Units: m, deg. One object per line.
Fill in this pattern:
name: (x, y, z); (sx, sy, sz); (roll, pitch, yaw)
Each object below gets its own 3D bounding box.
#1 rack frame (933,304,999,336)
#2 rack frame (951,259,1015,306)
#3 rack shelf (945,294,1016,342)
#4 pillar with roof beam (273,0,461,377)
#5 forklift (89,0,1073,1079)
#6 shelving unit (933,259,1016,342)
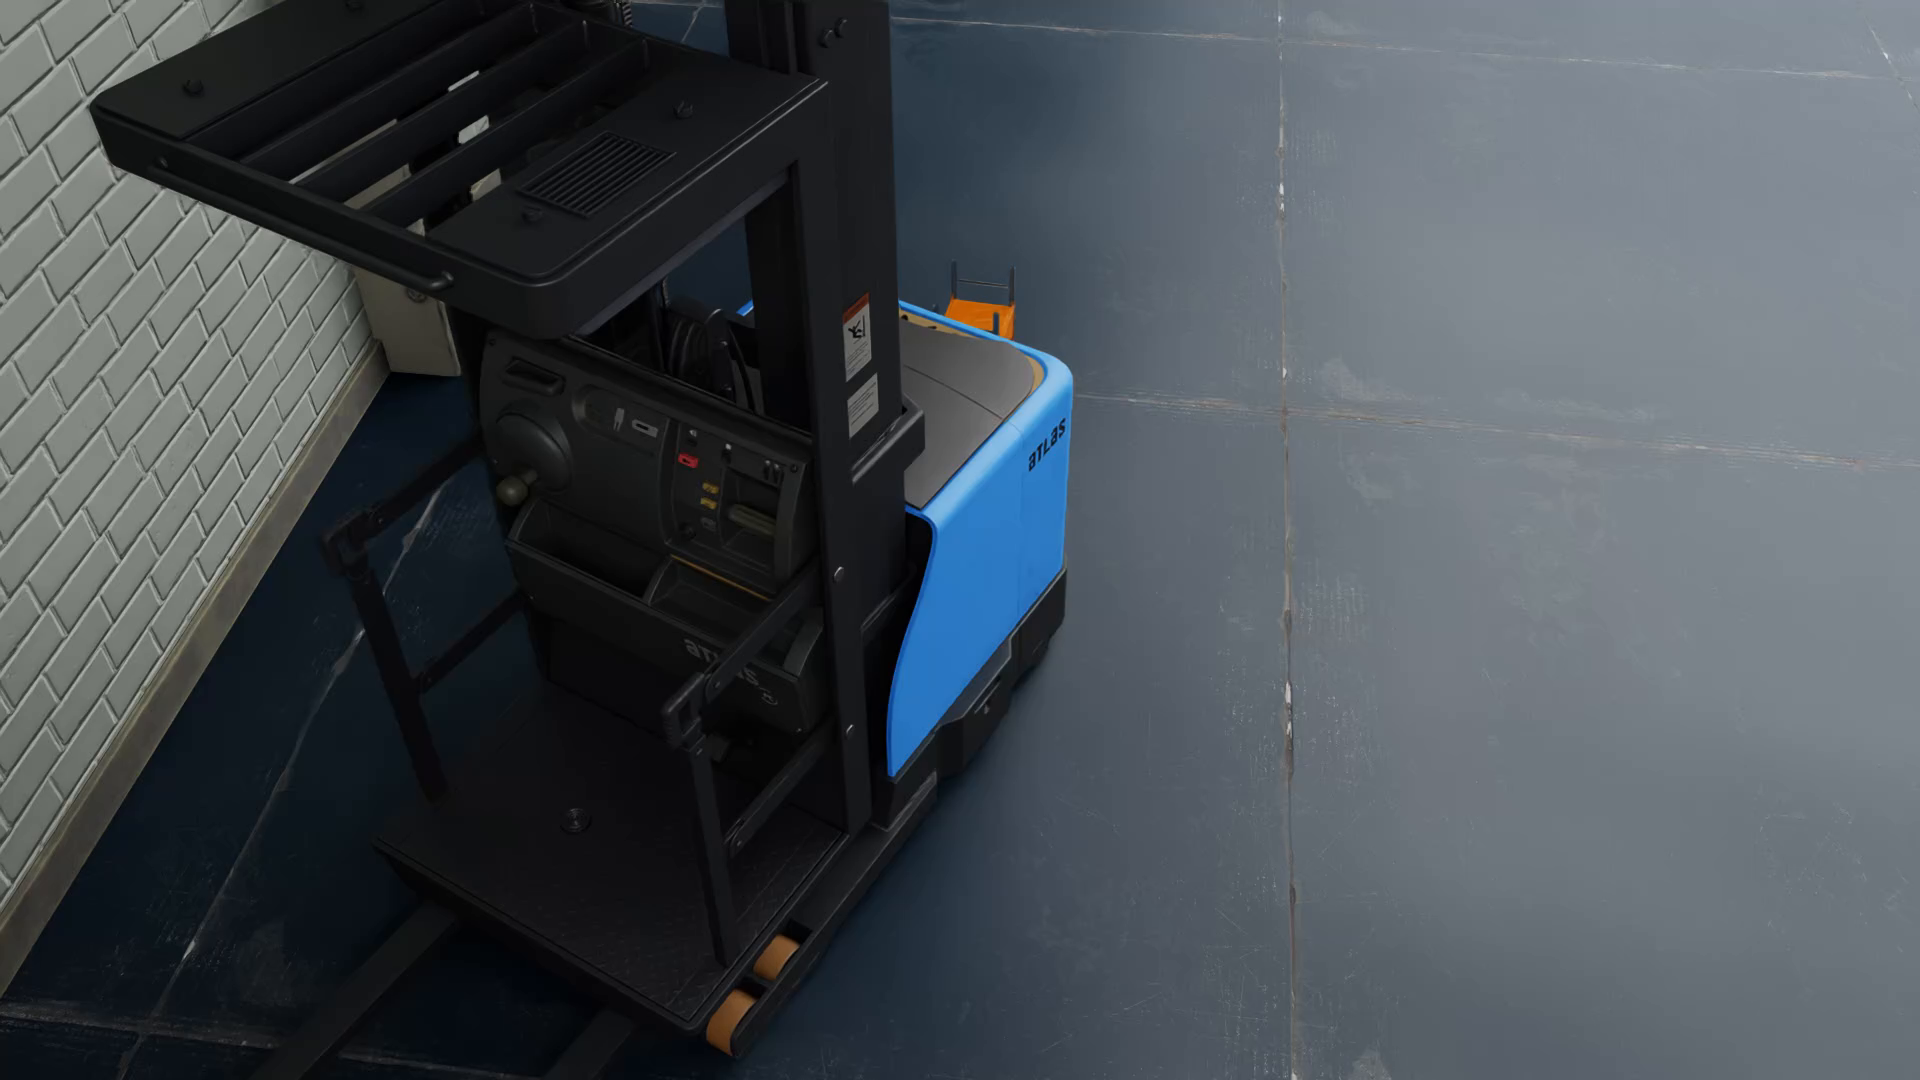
rack frame: (0.019, -0.305, 5.309); (0.200, 1.050, 0.008); (9, 44, 9)
rack frame: (0.072, -0.469, 5.482); (0.200, 1.050, 0.008); (9, 44, 9)
rack shelf: (0.045, -0.585, 5.207); (0.215, 0.259, 0.240); (9, 44, 9)
pillar with roof beam: (2.204, -3.655, 3.066); (9.100, 9.000, 0.400); (5, 44, 6)
forklift: (-0.859, -0.098, 3.722); (1.130, 2.935, 3.031); (23, 48, 22)
shelving unit: (0.045, -0.387, 5.395); (0.215, 1.050, 0.252); (9, 44, 9)
